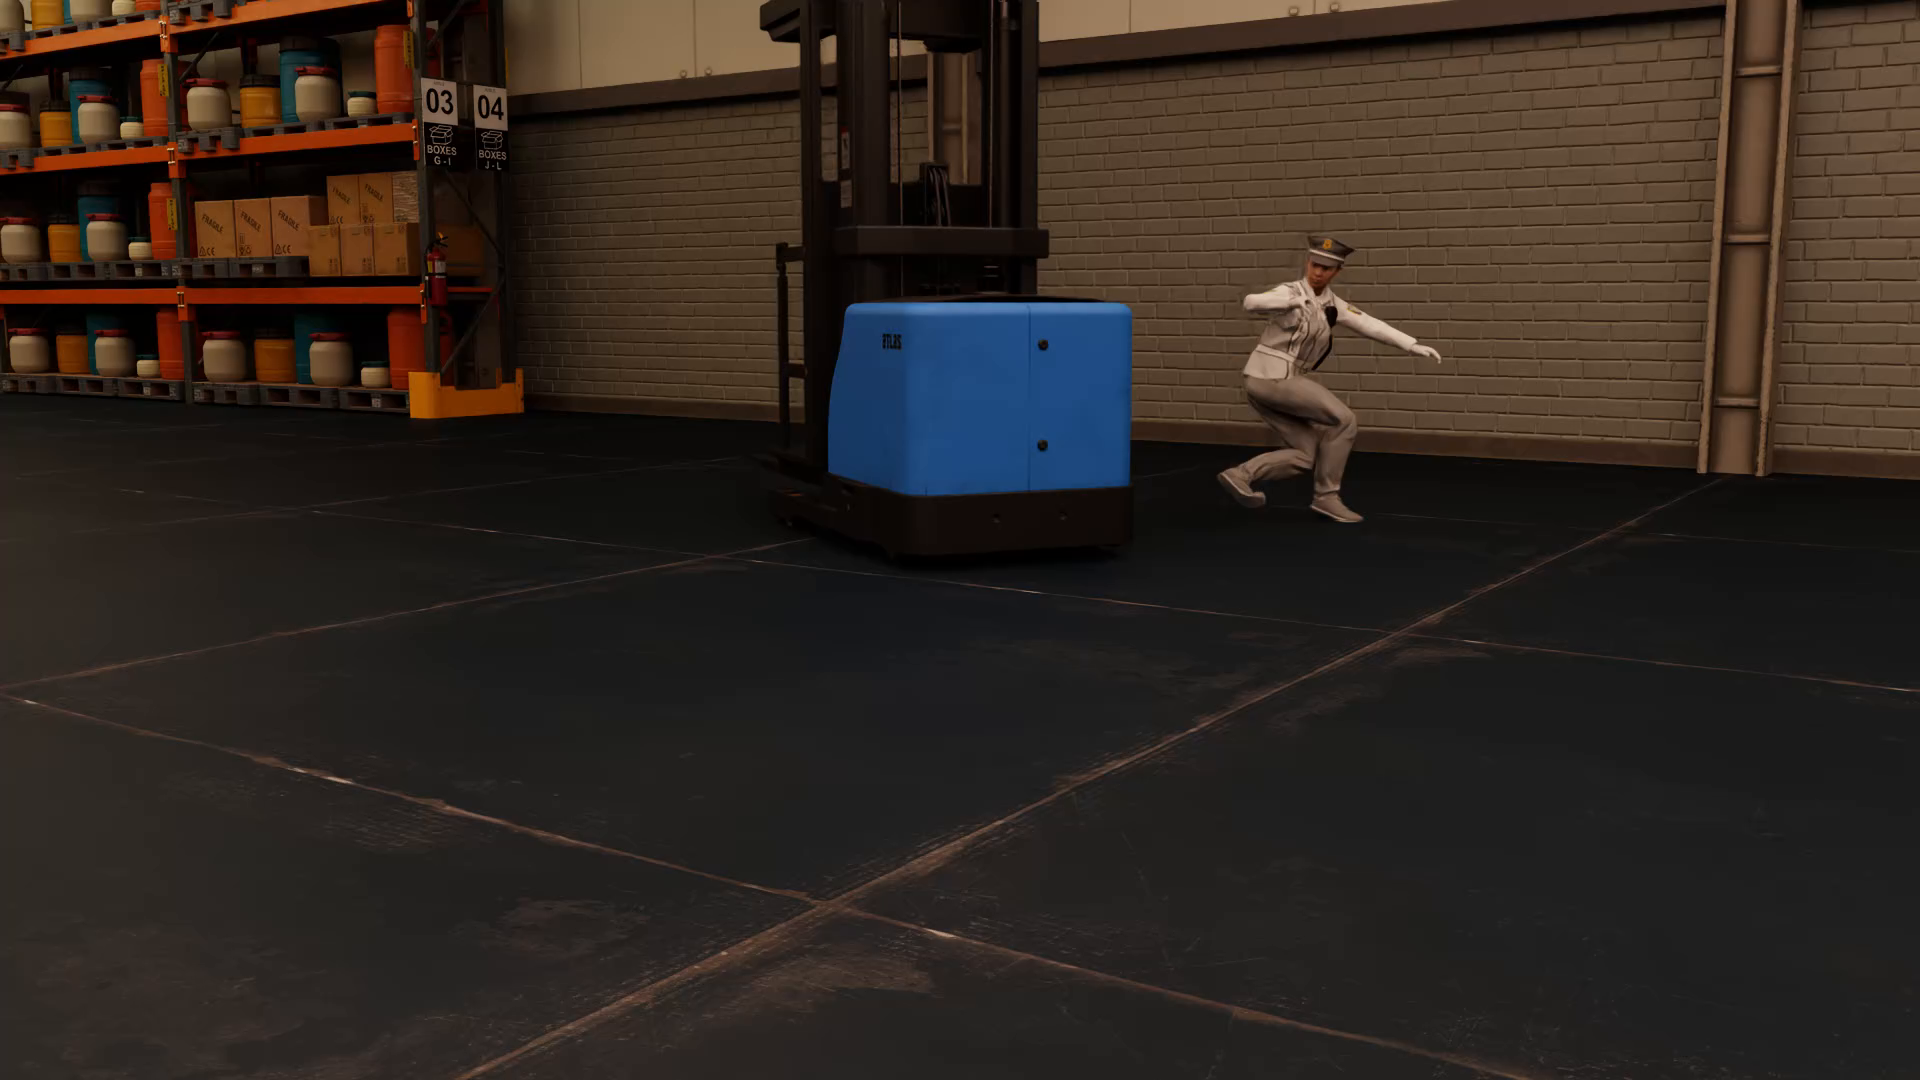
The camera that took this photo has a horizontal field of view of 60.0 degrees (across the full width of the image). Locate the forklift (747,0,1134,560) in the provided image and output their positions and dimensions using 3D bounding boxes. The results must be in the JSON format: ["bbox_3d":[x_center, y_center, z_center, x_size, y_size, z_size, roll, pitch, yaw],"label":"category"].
[{"bbox_3d":[-0.304,-1.537,7.998,1.130,2.935,3.031,-3,9,-23],"label":"forklift"}]

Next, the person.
[{"bbox_3d":[1.797,-0.775,8.146,1.047,1.424,0.760,3,9,20],"label":"person"}]
